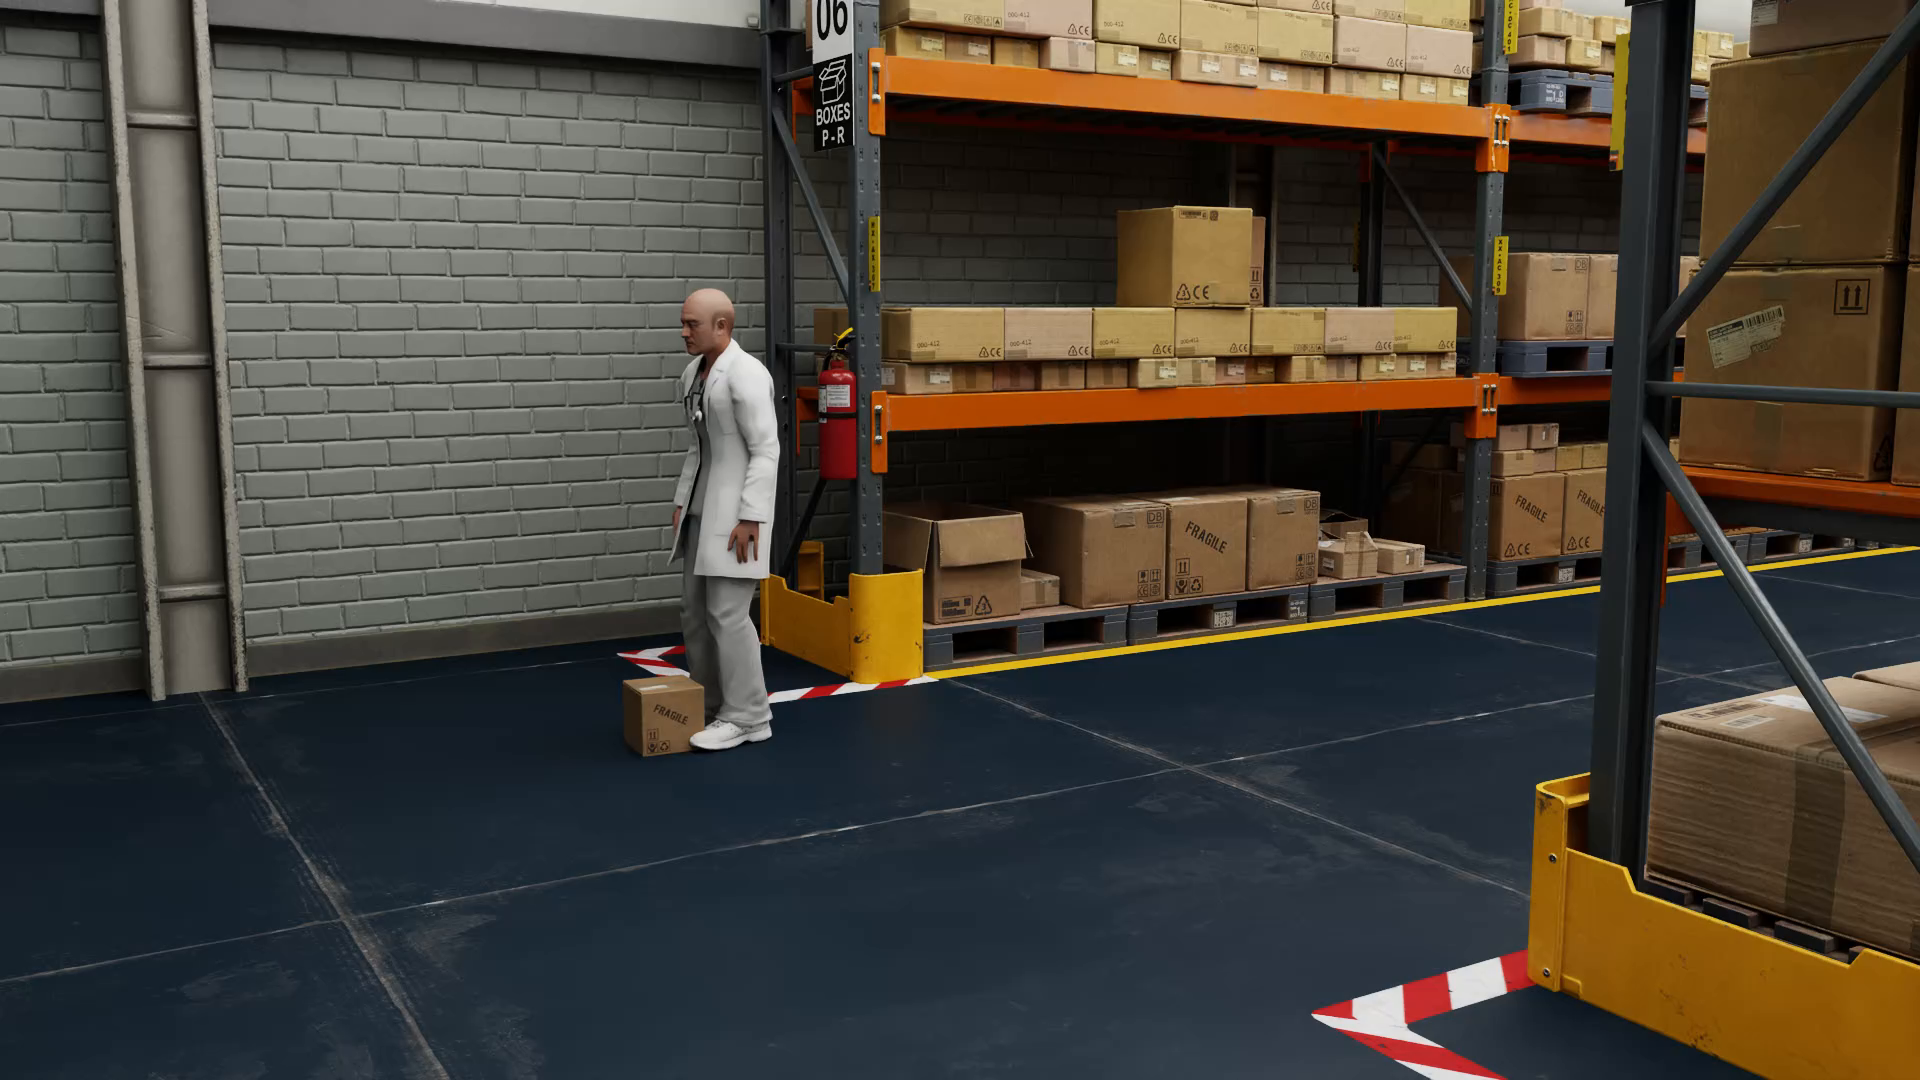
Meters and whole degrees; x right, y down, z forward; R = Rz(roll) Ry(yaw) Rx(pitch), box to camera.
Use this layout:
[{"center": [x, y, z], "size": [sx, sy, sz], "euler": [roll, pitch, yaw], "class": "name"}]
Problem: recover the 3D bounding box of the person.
[{"center": [-0.937, -0.089, 6.510], "size": [0.429, 1.772, 0.648], "euler": [-6, 10, -34], "class": "person"}]
